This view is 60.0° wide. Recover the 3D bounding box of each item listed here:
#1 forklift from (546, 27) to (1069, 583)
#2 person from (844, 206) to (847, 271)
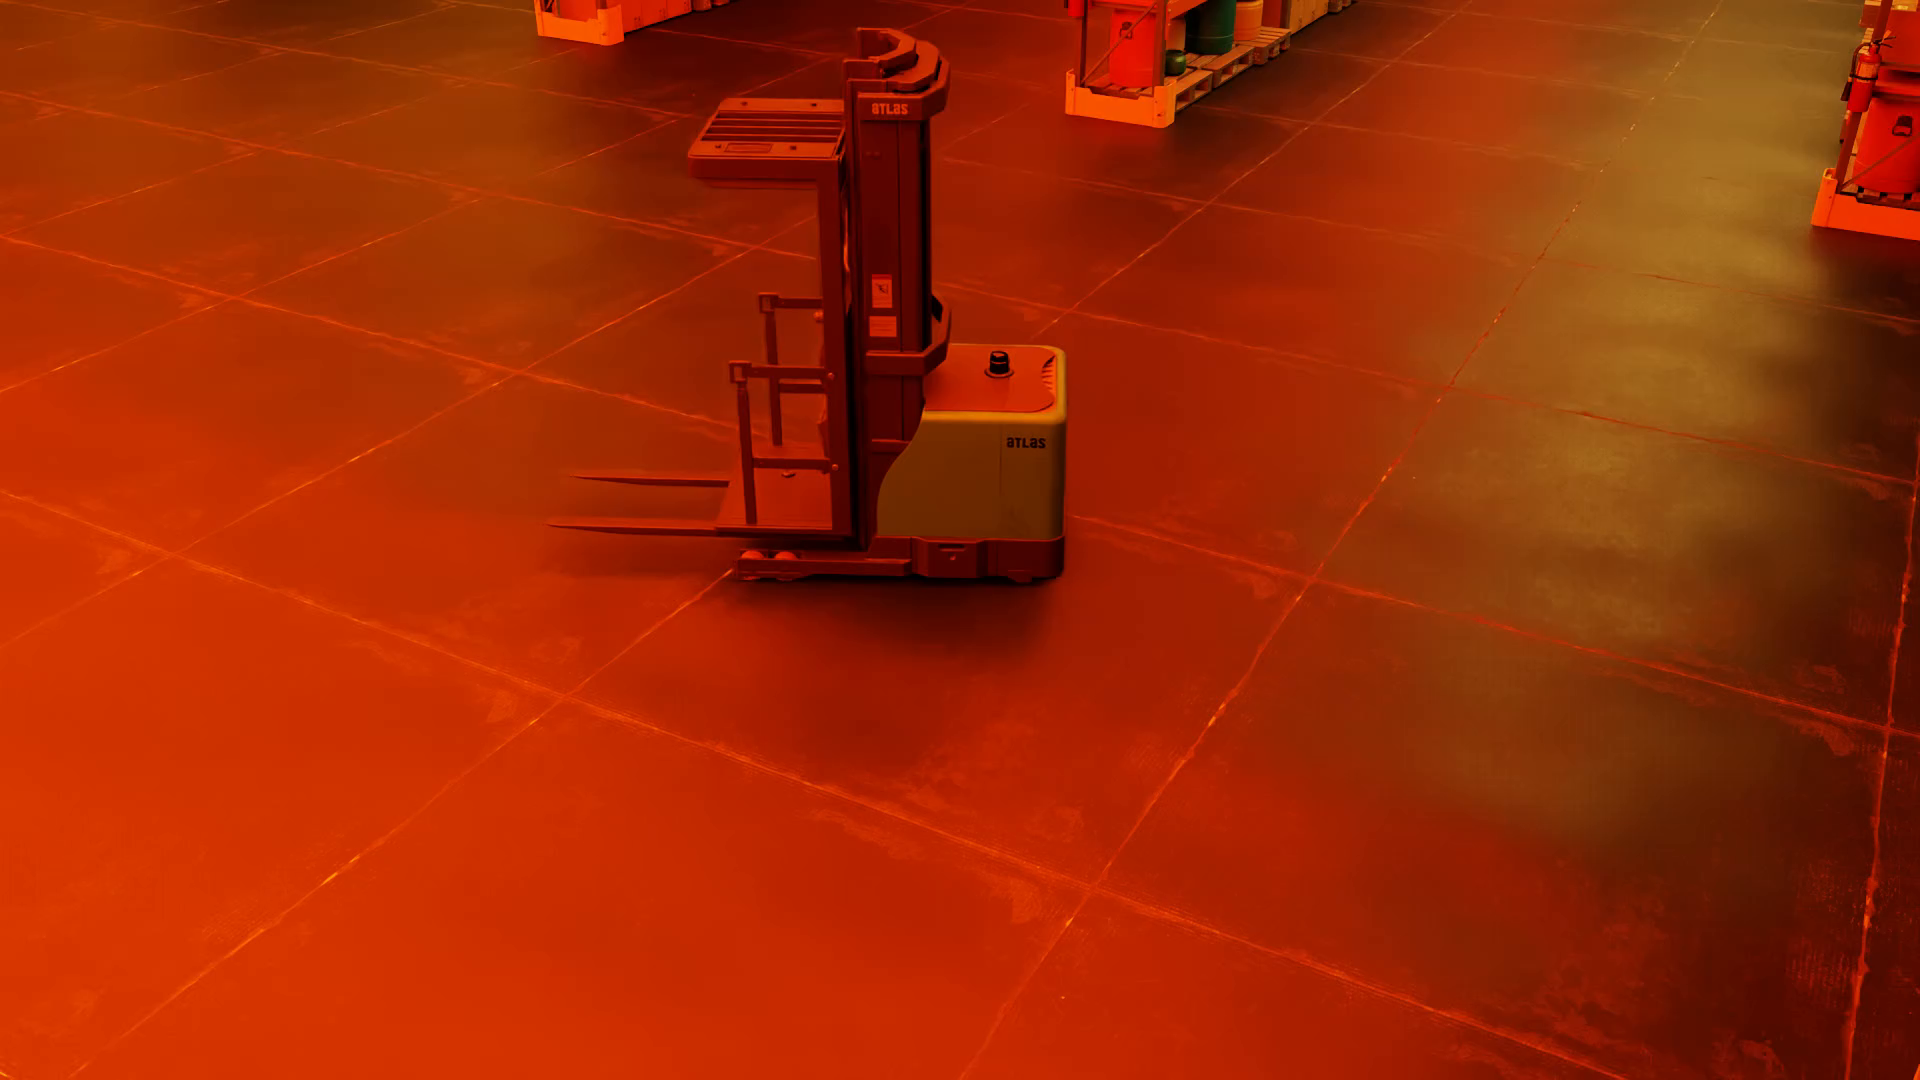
[{"bbox_3d":[-0.892,-1.294,9.313,3.031,2.935,1.130,2,30,3],"label":"forklift"},{"bbox_3d":[-0.559,-1.912,11.589,0.509,1.731,0.775,-9,31,-15],"label":"person"}]
